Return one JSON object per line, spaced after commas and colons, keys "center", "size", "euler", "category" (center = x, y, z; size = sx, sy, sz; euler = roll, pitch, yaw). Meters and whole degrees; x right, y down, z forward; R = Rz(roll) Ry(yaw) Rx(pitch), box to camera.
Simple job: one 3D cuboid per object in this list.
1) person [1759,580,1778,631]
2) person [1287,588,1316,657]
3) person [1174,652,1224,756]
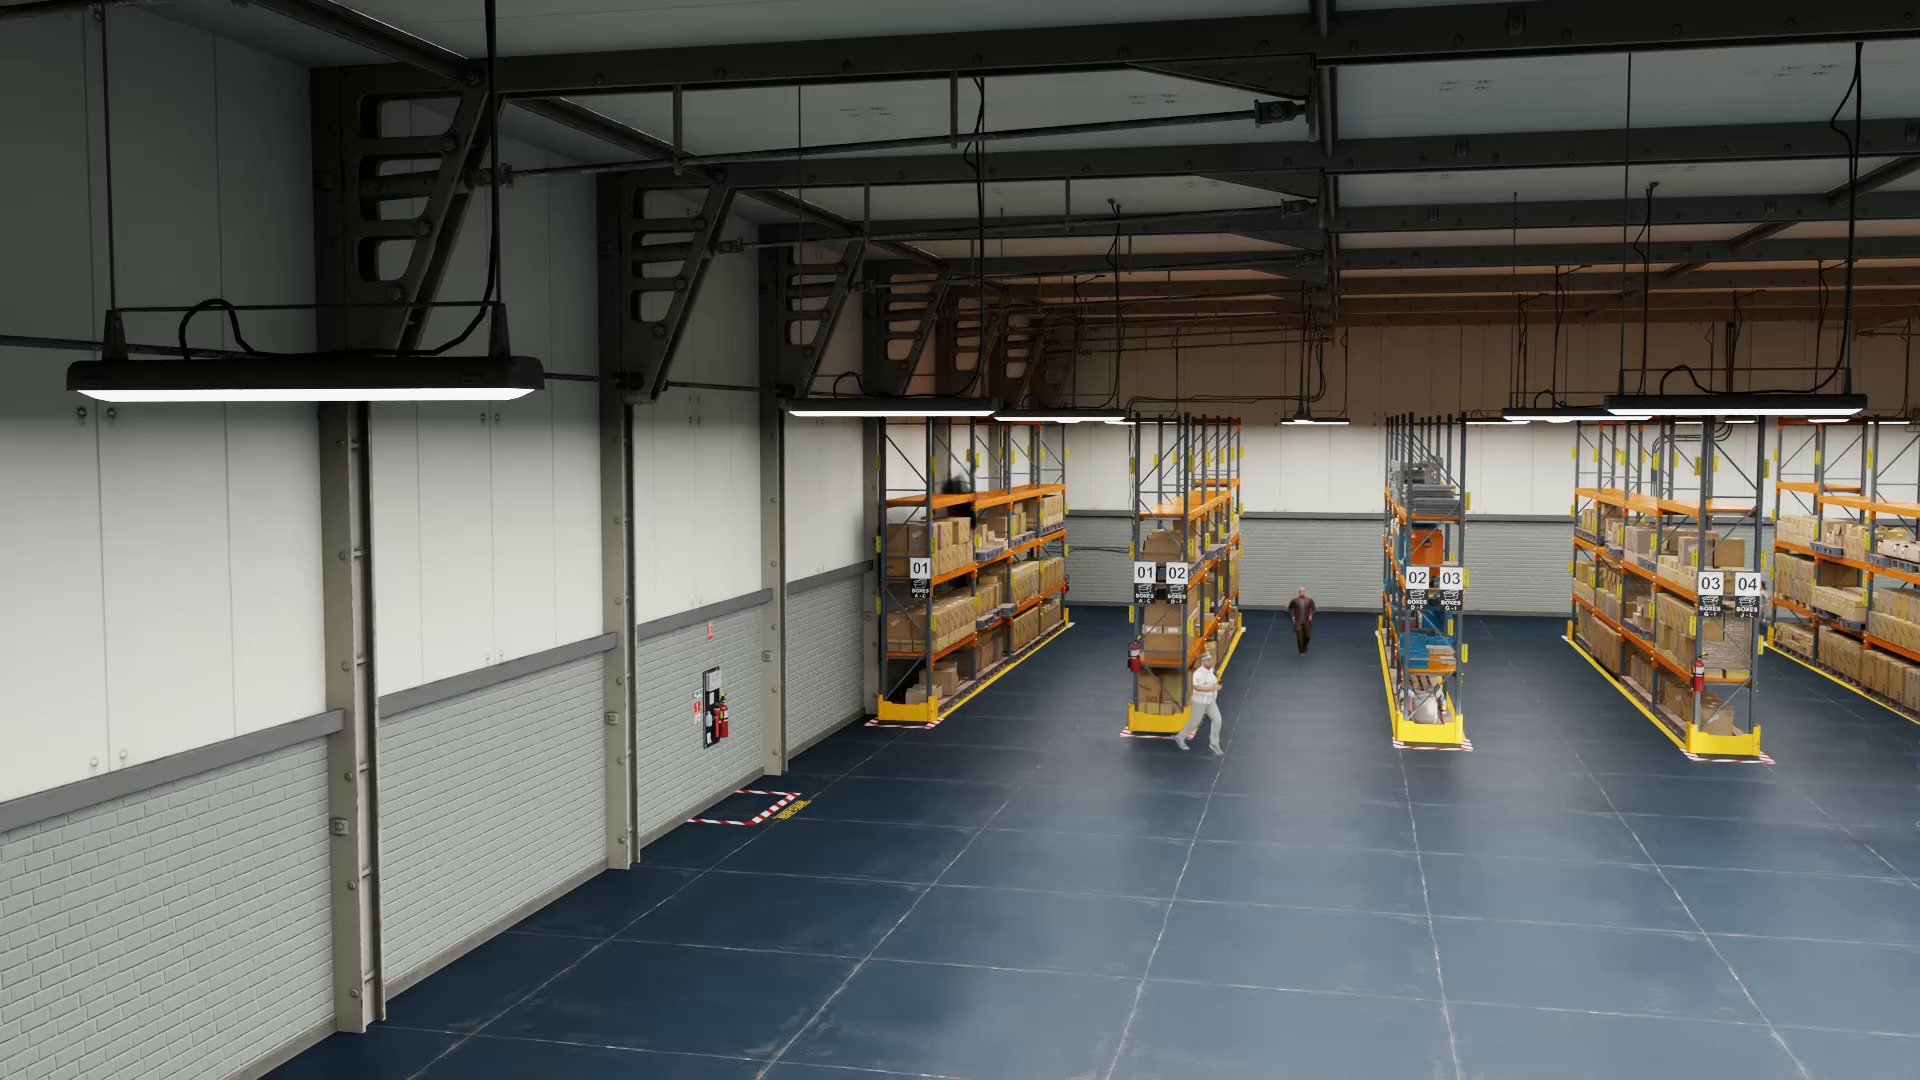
{"center": [21.705, 1.880, 44.908], "size": [0.873, 1.598, 0.613], "euler": [1, 4, 12], "category": "person"}
{"center": [8.529, 2.047, 41.505], "size": [0.696, 1.731, 0.639], "euler": [0, 4, 7], "category": "person"}
{"center": [4.255, 2.865, 29.257], "size": [0.929, 1.844, 0.672], "euler": [4, 5, 44], "category": "person"}
